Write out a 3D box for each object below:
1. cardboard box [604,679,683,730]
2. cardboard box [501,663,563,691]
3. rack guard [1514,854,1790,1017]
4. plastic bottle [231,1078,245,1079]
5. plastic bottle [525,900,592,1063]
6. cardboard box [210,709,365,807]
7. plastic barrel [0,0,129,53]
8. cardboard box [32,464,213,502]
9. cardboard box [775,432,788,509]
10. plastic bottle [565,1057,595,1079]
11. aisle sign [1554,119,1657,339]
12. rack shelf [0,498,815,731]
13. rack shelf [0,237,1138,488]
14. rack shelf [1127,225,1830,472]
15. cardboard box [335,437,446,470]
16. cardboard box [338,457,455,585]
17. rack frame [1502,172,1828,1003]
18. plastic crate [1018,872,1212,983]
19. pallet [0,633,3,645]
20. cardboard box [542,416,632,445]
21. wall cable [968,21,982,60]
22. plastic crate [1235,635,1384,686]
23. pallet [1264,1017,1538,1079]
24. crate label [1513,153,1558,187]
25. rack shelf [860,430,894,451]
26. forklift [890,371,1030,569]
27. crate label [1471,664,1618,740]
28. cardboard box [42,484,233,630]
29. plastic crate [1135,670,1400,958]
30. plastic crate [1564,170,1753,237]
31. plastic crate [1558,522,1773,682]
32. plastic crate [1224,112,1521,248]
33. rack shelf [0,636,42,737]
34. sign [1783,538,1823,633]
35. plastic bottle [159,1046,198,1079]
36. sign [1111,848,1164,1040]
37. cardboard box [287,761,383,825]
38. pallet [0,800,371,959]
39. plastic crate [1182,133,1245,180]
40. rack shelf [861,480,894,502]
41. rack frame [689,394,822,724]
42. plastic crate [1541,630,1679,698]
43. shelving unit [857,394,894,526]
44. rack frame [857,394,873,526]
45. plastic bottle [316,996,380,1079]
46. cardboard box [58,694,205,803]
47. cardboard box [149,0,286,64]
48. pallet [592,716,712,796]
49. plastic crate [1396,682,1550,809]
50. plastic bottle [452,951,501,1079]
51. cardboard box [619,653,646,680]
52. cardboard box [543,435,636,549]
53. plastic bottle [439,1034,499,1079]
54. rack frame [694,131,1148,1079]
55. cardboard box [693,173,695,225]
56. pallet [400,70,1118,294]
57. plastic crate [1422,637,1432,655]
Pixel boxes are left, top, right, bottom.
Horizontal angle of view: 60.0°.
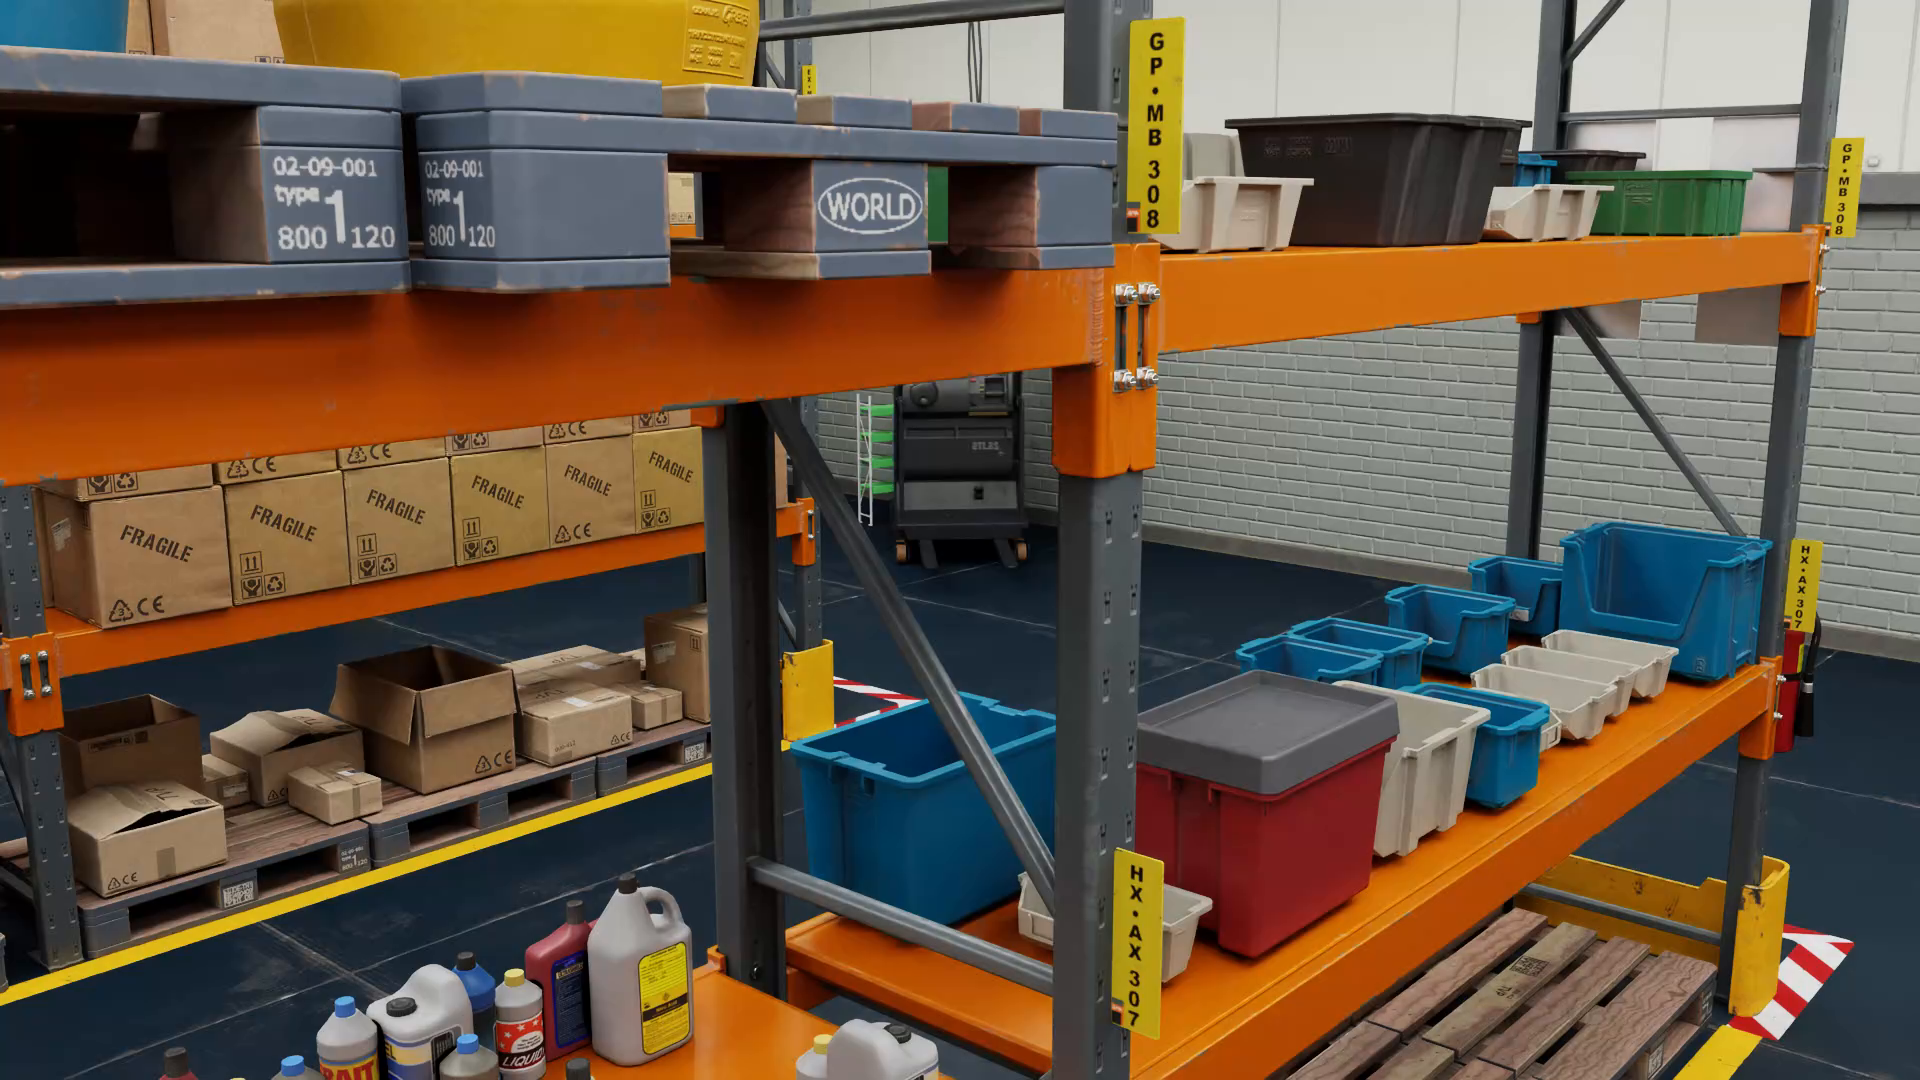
[{"bbox_3d":[-1.694,0.864,8.838,0.380,0.166,0.250,10,15,40],"label":"cardboard box"},{"bbox_3d":[-2.417,0.854,8.676,0.500,0.250,0.500,10,15,40],"label":"cardboard box"},{"bbox_3d":[2.540,1.392,6.465,1.175,0.500,0.348,10,15,40],"label":"rack guard"},{"bbox_3d":[-1.166,0.972,2.693,0.097,0.201,0.097,0,11,0],"label":"plastic bottle"},{"bbox_3d":[-0.758,0.836,3.167,0.061,0.283,0.133,10,15,40],"label":"plastic bottle"},{"bbox_3d":[-3.167,0.991,7.833,0.500,0.311,0.500,10,15,40],"label":"cardboard box"},{"bbox_3d":[-1.119,-0.892,1.508,0.600,0.901,0.708,10,15,40],"label":"plastic barrel"},{"bbox_3d":[-3.303,-0.453,6.514,0.500,0.500,0.500,10,15,42],"label":"cardboard box"},{"bbox_3d":[-1.276,-0.417,8.888,0.500,0.500,0.500,10,15,42],"label":"cardboard box"},{"bbox_3d":[-0.576,0.943,2.457,0.144,0.351,0.185,10,15,40],"label":"plastic bottle"},{"bbox_3d":[2.358,-1.152,6.185,0.394,0.787,0.004,10,15,40],"label":"aisle sign"},{"bbox_3d":[-2.505,0.177,8.001,1.077,0.370,4.000,10,15,40],"label":"rack shelf"},{"bbox_3d":[-1.427,-0.064,1.551,1.077,0.370,4.000,10,15,40],"label":"rack shelf"},{"bbox_3d":[1.213,-0.652,4.498,1.077,0.370,4.000,10,15,40],"label":"rack shelf"},{"bbox_3d":[-2.623,-0.605,7.273,0.500,0.500,0.500,9,15,39],"label":"cardboard box"},{"bbox_3d":[-2.617,-0.119,7.393,0.500,0.500,0.500,10,15,40],"label":"cardboard box"},{"bbox_3d":[2.533,0.171,6.195,1.000,3.000,0.127,10,15,40],"label":"rack frame"},{"bbox_3d":[0.308,0.810,3.518,0.396,0.136,0.243,10,15,40],"label":"plastic crate"},{"bbox_3d":[-6.183,0.564,11.347,1.003,0.211,1.213,10,15,40],"label":"pallet"},{"bbox_3d":[-1.944,-0.757,8.033,0.500,0.500,0.500,10,15,42],"label":"cardboard box"},{"bbox_3d":[1.126,-5.441,14.013,3.097,2.526,0.112,10,15,40],"label":"wall cable"},{"bbox_3d":[1.056,0.456,5.045,0.416,0.233,0.300,10,15,40],"label":"plastic crate"},{"bbox_3d":[1.154,1.834,4.991,1.003,0.211,1.213,10,15,40],"label":"pallet"},{"bbox_3d":[1.682,-1.133,5.445,0.408,0.251,0.502,10,15,40],"label":"crate label"},{"bbox_3d":[-0.673,-0.937,15.437,0.480,0.148,0.258,-7,13,-32],"label":"rack shelf"},{"bbox_3d":[-0.003,-1.307,13.771,1.130,2.935,3.031,-1,11,-3],"label":"forklift"},{"bbox_3d":[1.763,0.500,5.071,0.396,0.136,0.243,10,15,40],"label":"crate label"},{"bbox_3d":[-3.284,0.030,6.647,0.500,0.500,0.500,10,15,42],"label":"cardboard box"},{"bbox_3d":[0.671,0.600,3.731,0.402,0.464,0.583,10,15,40],"label":"plastic crate"},{"bbox_3d":[2.097,-1.014,5.010,0.450,0.188,0.336,10,15,40],"label":"plastic crate"},{"bbox_3d":[2.453,0.198,5.818,0.616,0.435,0.499,10,15,40],"label":"plastic crate"},{"bbox_3d":[0.919,-0.794,3.705,0.497,0.269,0.590,10,15,40],"label":"plastic crate"},{"bbox_3d":[-5.146,0.766,5.054,1.077,0.370,4.000,10,15,40],"label":"rack shelf"},{"bbox_3d":[2.957,0.160,5.834,0.100,0.325,0.005,10,15,40],"label":"sign"},{"bbox_3d":[-1.256,0.947,2.611,0.061,0.283,0.133,10,15,40],"label":"plastic bottle"},{"bbox_3d":[0.305,0.696,2.863,0.100,0.325,0.005,10,15,40],"label":"sign"},{"bbox_3d":[-2.822,1.130,7.504,0.380,0.166,0.250,10,15,40],"label":"cardboard box"},{"bbox_3d":[-3.371,1.386,7.236,1.003,0.211,1.213,10,15,40],"label":"pallet"},{"bbox_3d":[0.839,-0.955,4.480,0.437,0.282,0.530,10,15,40],"label":"plastic crate"},{"bbox_3d":[-0.673,-0.466,15.530,0.480,0.148,0.258,-7,13,-32],"label":"rack shelf"},{"bbox_3d":[-1.185,-0.470,9.404,1.000,3.000,0.127,10,15,40],"label":"rack frame"},{"bbox_3d":[2.131,0.415,5.497,0.396,0.136,0.243,10,15,40],"label":"plastic crate"},{"bbox_3d":[-0.673,-0.764,15.471,0.503,1.200,0.258,-7,13,-32],"label":"shelving unit"},{"bbox_3d":[-0.880,-0.739,15.343,0.015,1.200,0.240,-7,13,-32],"label":"rack frame"},{"bbox_3d":[-1.037,0.909,2.829,0.097,0.271,0.097,0,11,0],"label":"plastic bottle"},{"bbox_3d":[-3.662,1.009,7.262,0.500,0.500,0.500,10,15,40],"label":"cardboard box"},{"bbox_3d":[-3.097,-2.023,6.715,0.700,0.500,0.500,10,15,40],"label":"cardboard box"},{"bbox_3d":[-1.761,1.027,9.033,1.003,0.211,1.213,10,15,40],"label":"pallet"},{"bbox_3d":[1.370,0.559,4.526,0.416,0.233,0.300,10,15,40],"label":"plastic crate"},{"bbox_3d":[-0.884,0.875,3.000,0.097,0.271,0.097,0,11,0],"label":"plastic bottle"},{"bbox_3d":[-1.885,0.758,9.368,0.380,0.166,0.250,10,15,40],"label":"cardboard box"},{"bbox_3d":[-1.949,-0.268,8.139,0.500,0.500,0.500,10,15,41],"label":"cardboard box"},{"bbox_3d":[-0.834,0.943,2.837,0.097,0.201,0.097,0,11,0],"label":"plastic bottle"},{"bbox_3d":[-0.107,0.760,3.248,1.000,3.000,0.127,10,15,40],"label":"rack frame"},{"bbox_3d":[-1.326,-1.757,8.576,0.500,0.250,0.500,10,15,40],"label":"cardboard box"},{"bbox_3d":[-0.551,-0.490,2.332,1.213,0.211,1.003,10,15,40],"label":"pallet"},{"bbox_3d":[1.401,0.401,5.563,0.250,0.136,0.298,10,15,40],"label":"plastic crate"}]
